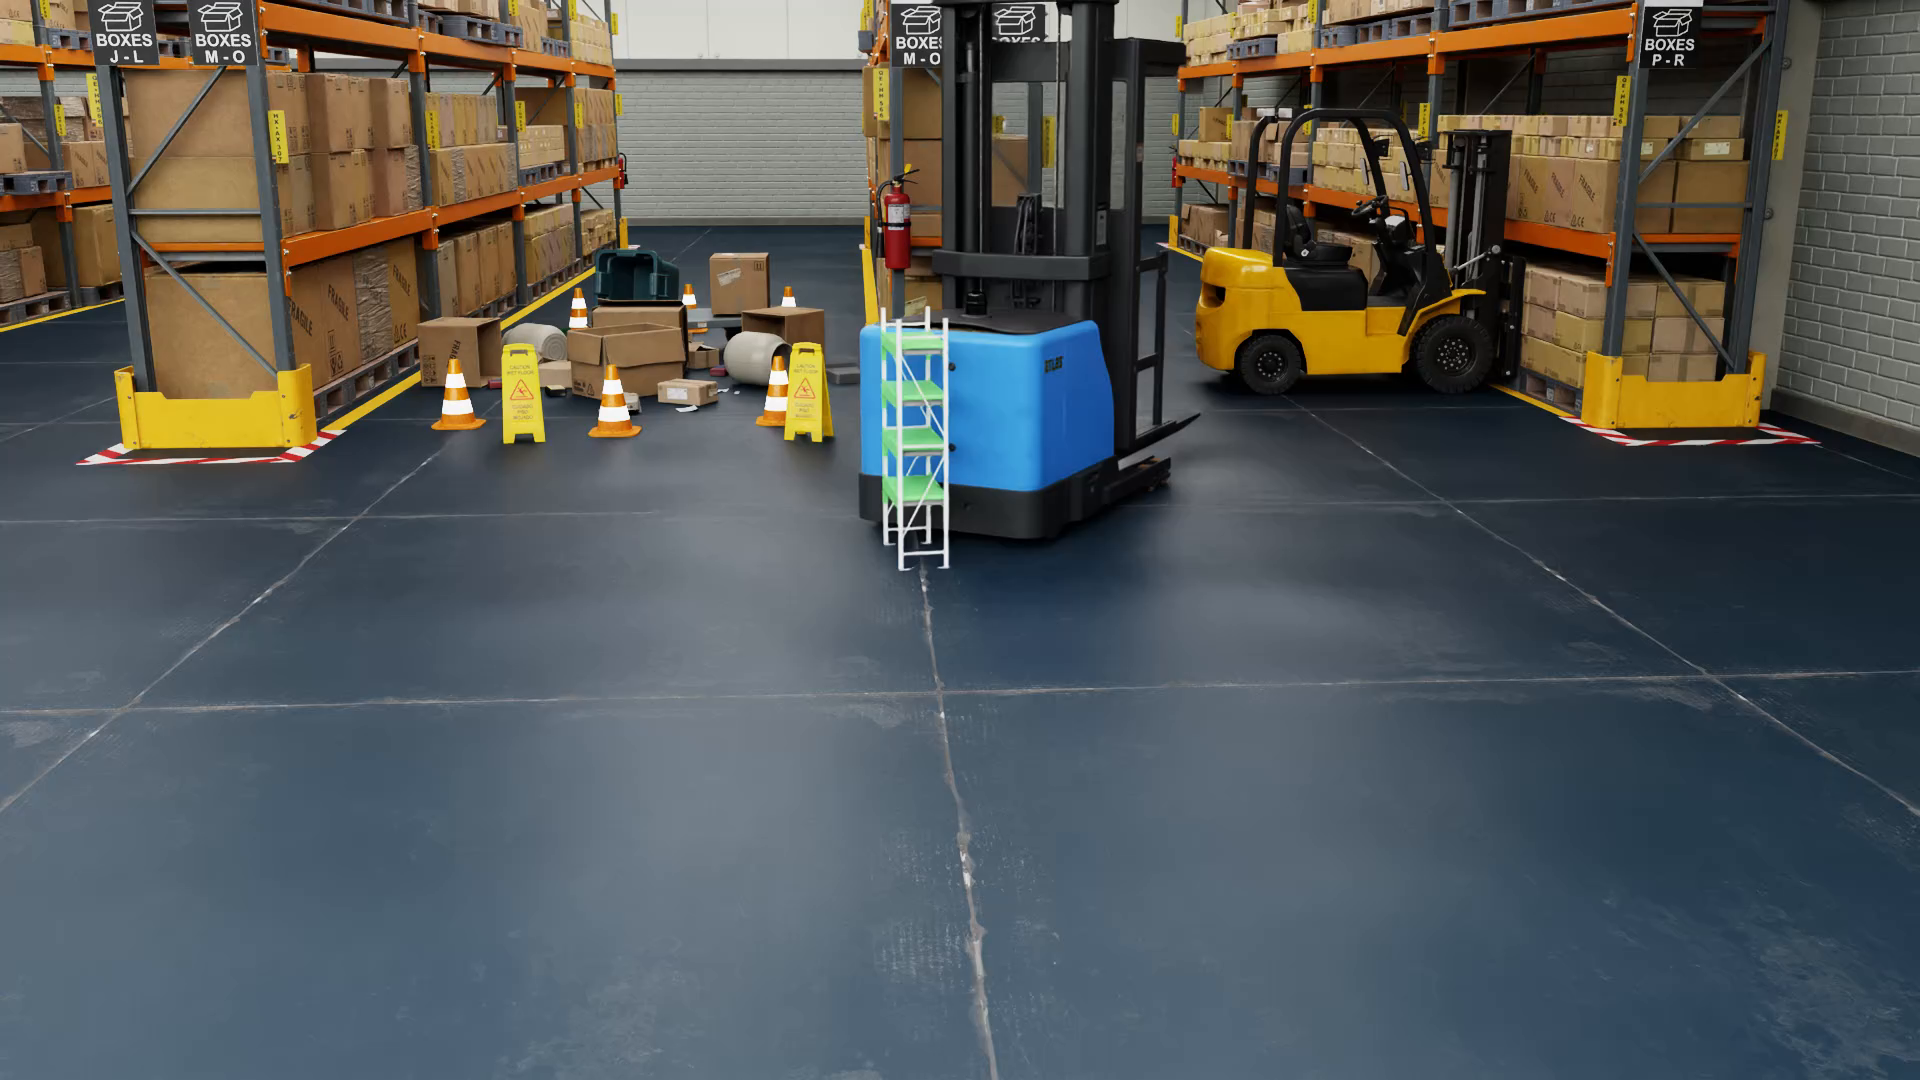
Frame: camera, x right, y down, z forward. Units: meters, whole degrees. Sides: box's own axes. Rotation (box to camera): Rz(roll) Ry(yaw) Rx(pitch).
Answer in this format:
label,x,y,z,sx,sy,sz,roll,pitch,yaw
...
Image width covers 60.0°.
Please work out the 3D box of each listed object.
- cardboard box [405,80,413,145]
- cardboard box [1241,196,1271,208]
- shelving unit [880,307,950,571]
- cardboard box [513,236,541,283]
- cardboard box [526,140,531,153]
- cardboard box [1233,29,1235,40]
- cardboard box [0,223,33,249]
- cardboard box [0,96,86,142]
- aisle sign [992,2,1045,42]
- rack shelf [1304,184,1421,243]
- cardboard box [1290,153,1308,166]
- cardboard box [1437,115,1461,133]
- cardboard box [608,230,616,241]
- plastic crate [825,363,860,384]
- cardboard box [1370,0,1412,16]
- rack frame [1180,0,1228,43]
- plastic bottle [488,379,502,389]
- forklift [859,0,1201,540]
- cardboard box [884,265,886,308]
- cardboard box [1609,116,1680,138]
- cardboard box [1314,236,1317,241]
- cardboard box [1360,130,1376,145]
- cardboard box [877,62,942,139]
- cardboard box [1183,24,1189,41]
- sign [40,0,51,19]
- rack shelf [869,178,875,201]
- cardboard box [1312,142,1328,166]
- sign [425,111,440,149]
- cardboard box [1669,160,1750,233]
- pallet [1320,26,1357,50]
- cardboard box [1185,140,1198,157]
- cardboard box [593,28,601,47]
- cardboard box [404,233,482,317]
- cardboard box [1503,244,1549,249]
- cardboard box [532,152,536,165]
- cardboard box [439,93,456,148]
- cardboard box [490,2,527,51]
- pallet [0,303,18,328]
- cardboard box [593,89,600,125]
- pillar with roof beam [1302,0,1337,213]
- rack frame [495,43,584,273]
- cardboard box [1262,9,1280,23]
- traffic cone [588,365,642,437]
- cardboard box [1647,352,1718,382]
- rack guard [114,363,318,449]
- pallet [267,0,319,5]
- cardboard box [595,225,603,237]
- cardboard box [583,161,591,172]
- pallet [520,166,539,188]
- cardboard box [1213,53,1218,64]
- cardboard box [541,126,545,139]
label,x,y,z,sx,sy,sz,roll,pitch,yaw
cardboard box,-5.153,-3.600,14.029,0.875,0.550,0.550,-1,14,-3
cardboard box,4.068,-4.624,22.752,0.380,0.149,0.250,-1,14,-4
shelving unit,-0.220,-0.498,8.054,0.258,1.200,0.503,-3,15,-11
cardboard box,-5.178,-3.264,19.365,0.500,0.500,0.500,-2,15,-6
cardboard box,-5.273,-4.637,19.592,0.380,0.149,0.250,-1,14,-3
cardboard box,3.873,-6.767,22.250,0.380,0.149,0.250,-1,14,-3
cardboard box,-10.274,-3.239,17.724,0.500,0.250,0.500,0,14,-1
cardboard box,-10.375,-4.756,18.777,0.797,0.503,0.637,0,14,-2
aisle sign,0.354,-3.451,10.704,0.394,0.787,0.004,-1,14,-3
rack shelf,4.623,-3.424,17.260,1.077,0.370,4.000,-1,14,-3
cardboard box,4.075,-4.509,19.694,0.380,0.149,0.250,-1,14,-2
cardboard box,4.471,-3.698,14.780,0.380,0.149,0.250,-1,14,-2
cardboard box,-5.527,-4.713,25.704,0.380,0.149,0.250,0,14,-2
plastic crate,-0.928,-1.381,13.732,0.402,0.080,0.583,-6,16,-23
cardboard box,4.328,-5.319,16.620,0.380,0.149,0.250,-1,14,-4
rack frame,4.003,-9.165,26.088,1.000,3.000,0.127,-1,14,-3
plastic bottle,-3.609,-1.247,13.252,0.283,0.061,0.133,-6,16,-23
forklift,0.589,-1.740,9.406,1.130,2.935,3.031,7,16,26
cardboard box,-0.329,-1.889,13.017,0.500,0.500,0.500,-1,14,-5
cardboard box,4.762,-2.873,11.574,0.380,0.149,0.250,-1,14,-3
cardboard box,4.258,-3.365,19.758,0.500,0.500,0.500,0,14,-2
cardboard box,4.302,-4.102,16.945,0.380,0.149,0.250,-1,14,-5
cardboard box,-0.209,-3.003,11.375,0.700,0.500,0.500,-1,14,-5
cardboard box,3.780,-7.912,25.937,0.500,0.250,0.500,-1,14,-4
sign,-9.804,-5.751,17.799,0.100,0.325,0.005,-1,14,-3
rack shelf,-0.579,-4.342,20.824,1.077,0.370,4.000,-1,14,-3
cardboard box,4.258,-4.325,18.614,0.500,0.250,0.500,-1,14,-3
sign,-4.587,-3.563,14.458,0.100,0.325,0.005,-1,14,-3
cardboard box,5.241,-2.456,11.853,0.500,0.500,0.500,0,14,-2
pallet,4.630,-5.464,18.102,1.213,0.211,1.003,0,14,-1
cardboard box,3.794,-6.089,25.875,0.500,0.250,0.500,-1,14,-3
cardboard box,-5.540,-7.338,24.303,0.500,0.250,0.500,-1,14,-3
cardboard box,-5.325,-2.603,16.296,1.050,0.750,0.750,-1,14,-3
cardboard box,4.970,-2.512,14.938,0.500,0.250,0.500,-1,14,-2
cardboard box,-5.286,-4.554,19.869,0.380,0.149,0.250,0,14,-2
cardboard box,-5.243,-4.006,15.869,0.700,0.500,0.500,-1,14,-3
cardboard box,-5.159,-5.738,18.589,0.500,0.500,0.500,-1,14,-3
pallet,-10.226,-2.192,16.623,1.003,0.211,1.213,-1,14,-3
cardboard box,-5.500,-6.261,24.035,0.500,0.500,0.500,-1,14,-5
pillar with roof beam,0.811,-8.291,22.691,9.100,9.000,0.400,-1,14,-3
rack frame,-5.637,-5.086,22.273,1.000,3.000,0.127,-1,14,-3
cardboard box,3.986,-6.529,20.725,0.380,0.149,0.250,-1,14,-3
traffic cone,-2.360,-0.960,11.328,0.336,0.463,0.334,-1,14,-3
cardboard box,5.159,-1.277,12.147,0.500,0.250,0.500,-1,14,-3
rack guard,-4.892,-0.885,10.962,1.175,0.500,0.348,-1,14,-3
pallet,-4.950,-3.696,11.028,1.003,0.211,1.213,-1,14,-3
cardboard box,-5.446,-4.531,24.397,0.380,0.149,0.250,-1,14,-3
cardboard box,-5.448,-5.300,23.609,0.380,0.149,0.250,-1,14,-2
pallet,-5.540,-4.174,19.113,1.213,0.211,1.003,-1,14,-3
cardboard box,3.894,-6.999,24.195,0.380,0.149,0.250,-1,14,-3
cardboard box,-5.337,-5.035,20.542,0.380,0.149,0.250,-2,15,-6
